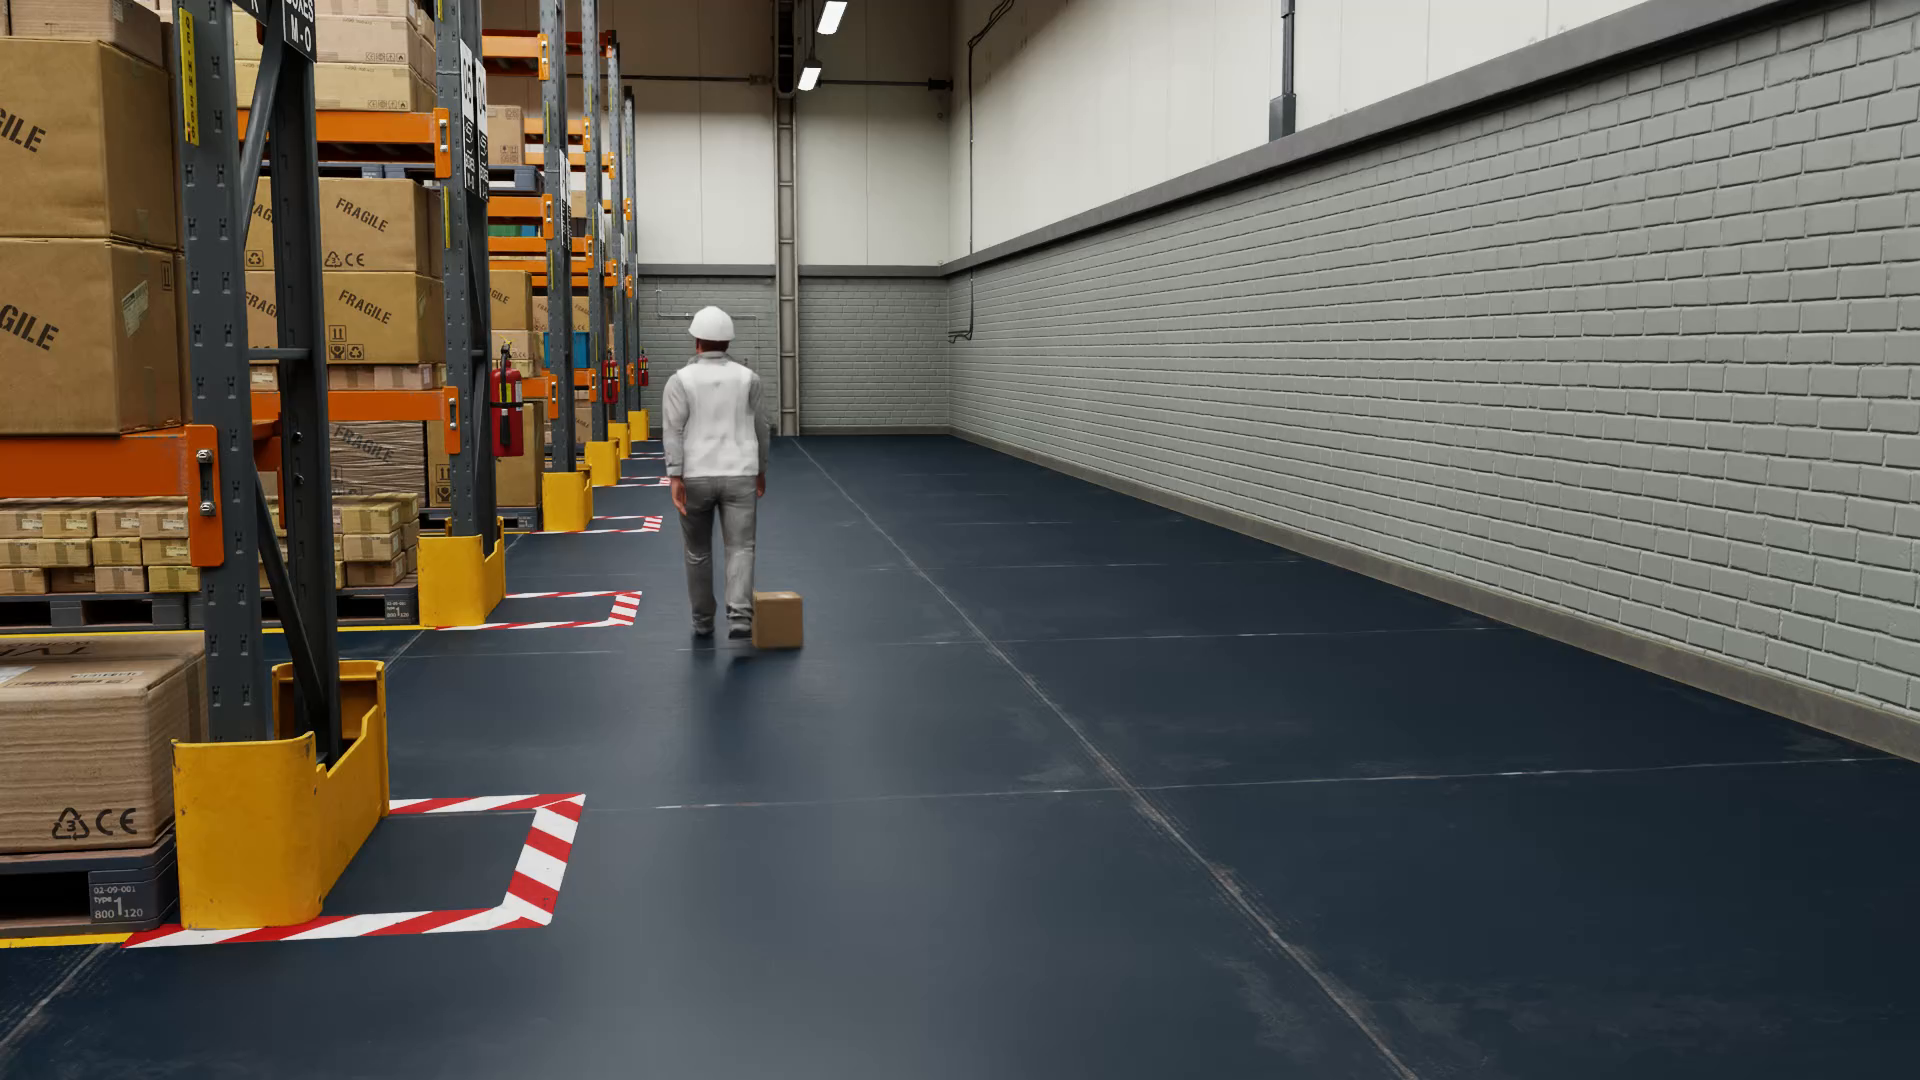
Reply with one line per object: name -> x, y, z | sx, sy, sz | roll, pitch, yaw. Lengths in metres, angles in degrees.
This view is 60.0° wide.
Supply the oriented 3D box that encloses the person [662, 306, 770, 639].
person -> -1.250, -0.332, 8.575 | 0.557, 1.728, 1.030 | -1, 7, -11
